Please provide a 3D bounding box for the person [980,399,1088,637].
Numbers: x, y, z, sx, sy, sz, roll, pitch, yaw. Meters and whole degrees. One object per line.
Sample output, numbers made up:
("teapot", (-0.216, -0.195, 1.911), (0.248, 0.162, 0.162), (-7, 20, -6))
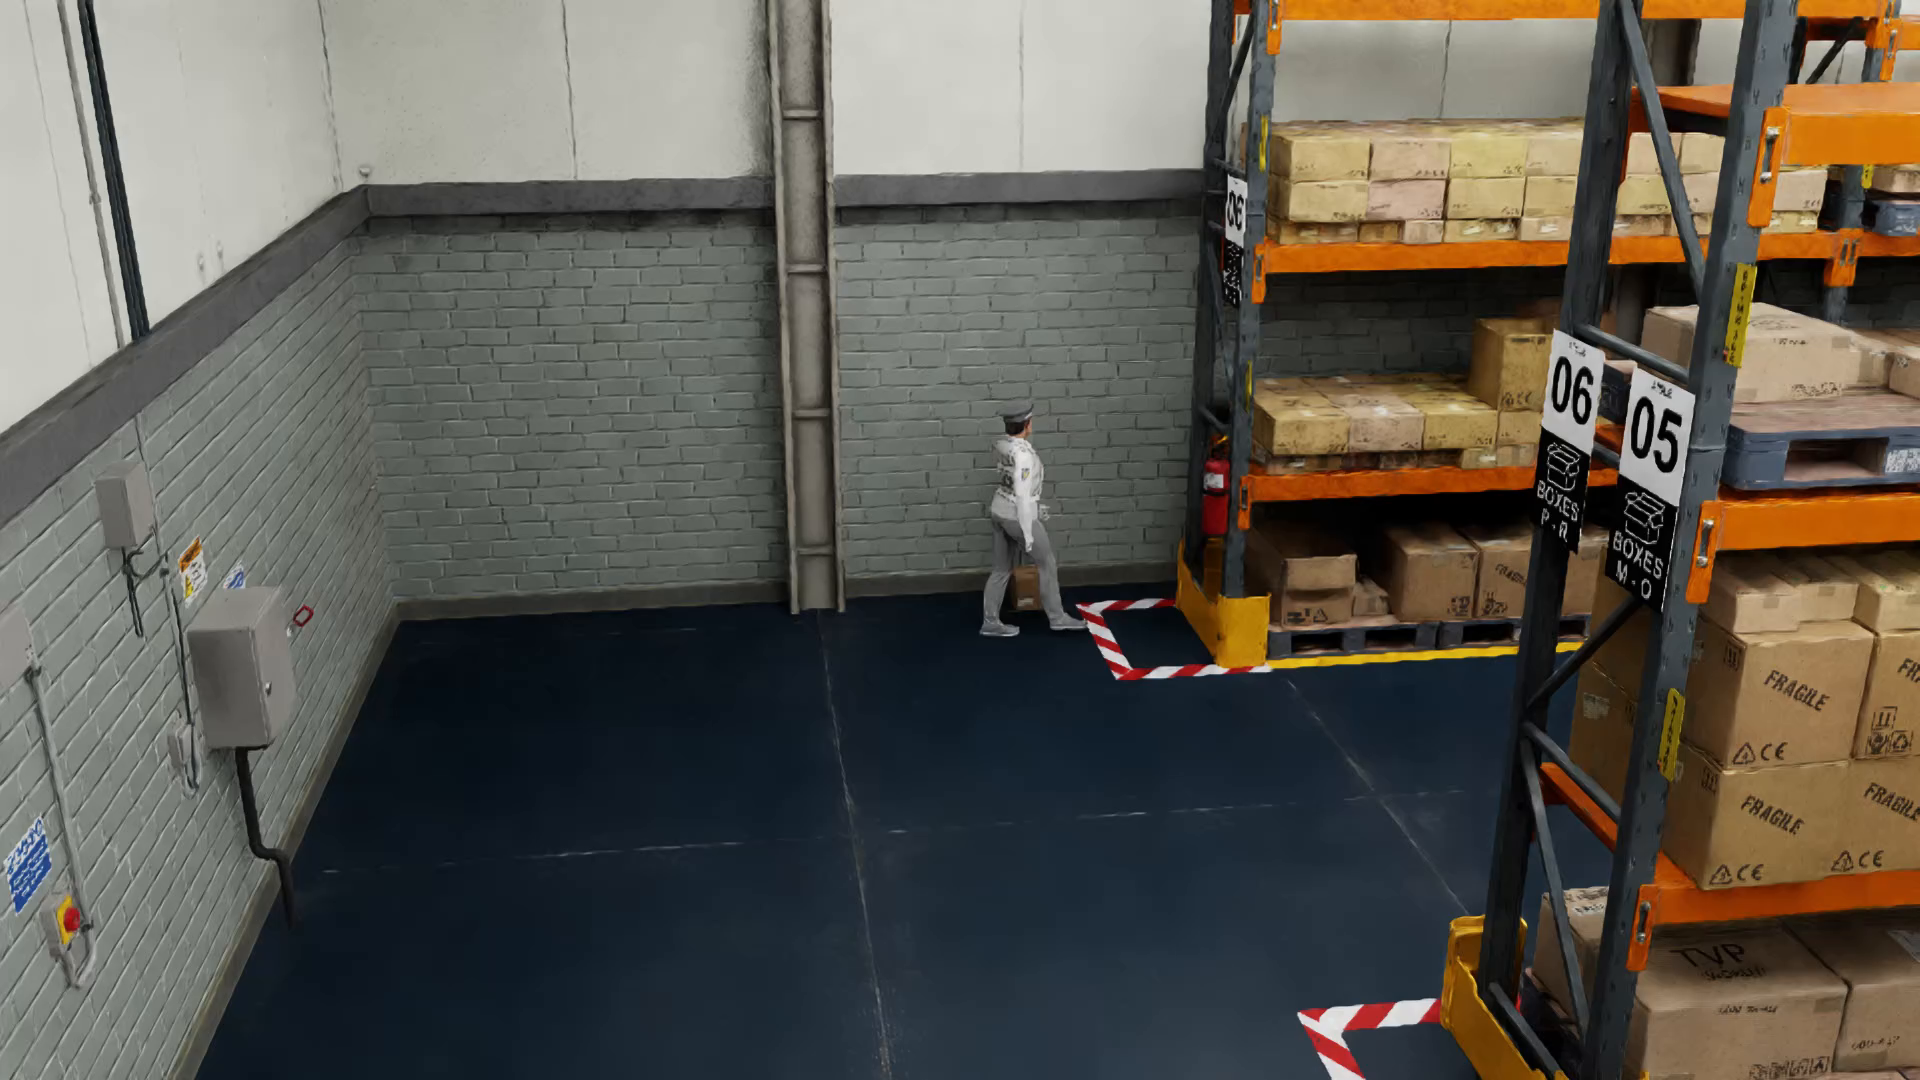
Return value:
("person", (0.481, -0.148, 11.453), (0.739, 1.649, 0.540), (-10, 23, -26))
